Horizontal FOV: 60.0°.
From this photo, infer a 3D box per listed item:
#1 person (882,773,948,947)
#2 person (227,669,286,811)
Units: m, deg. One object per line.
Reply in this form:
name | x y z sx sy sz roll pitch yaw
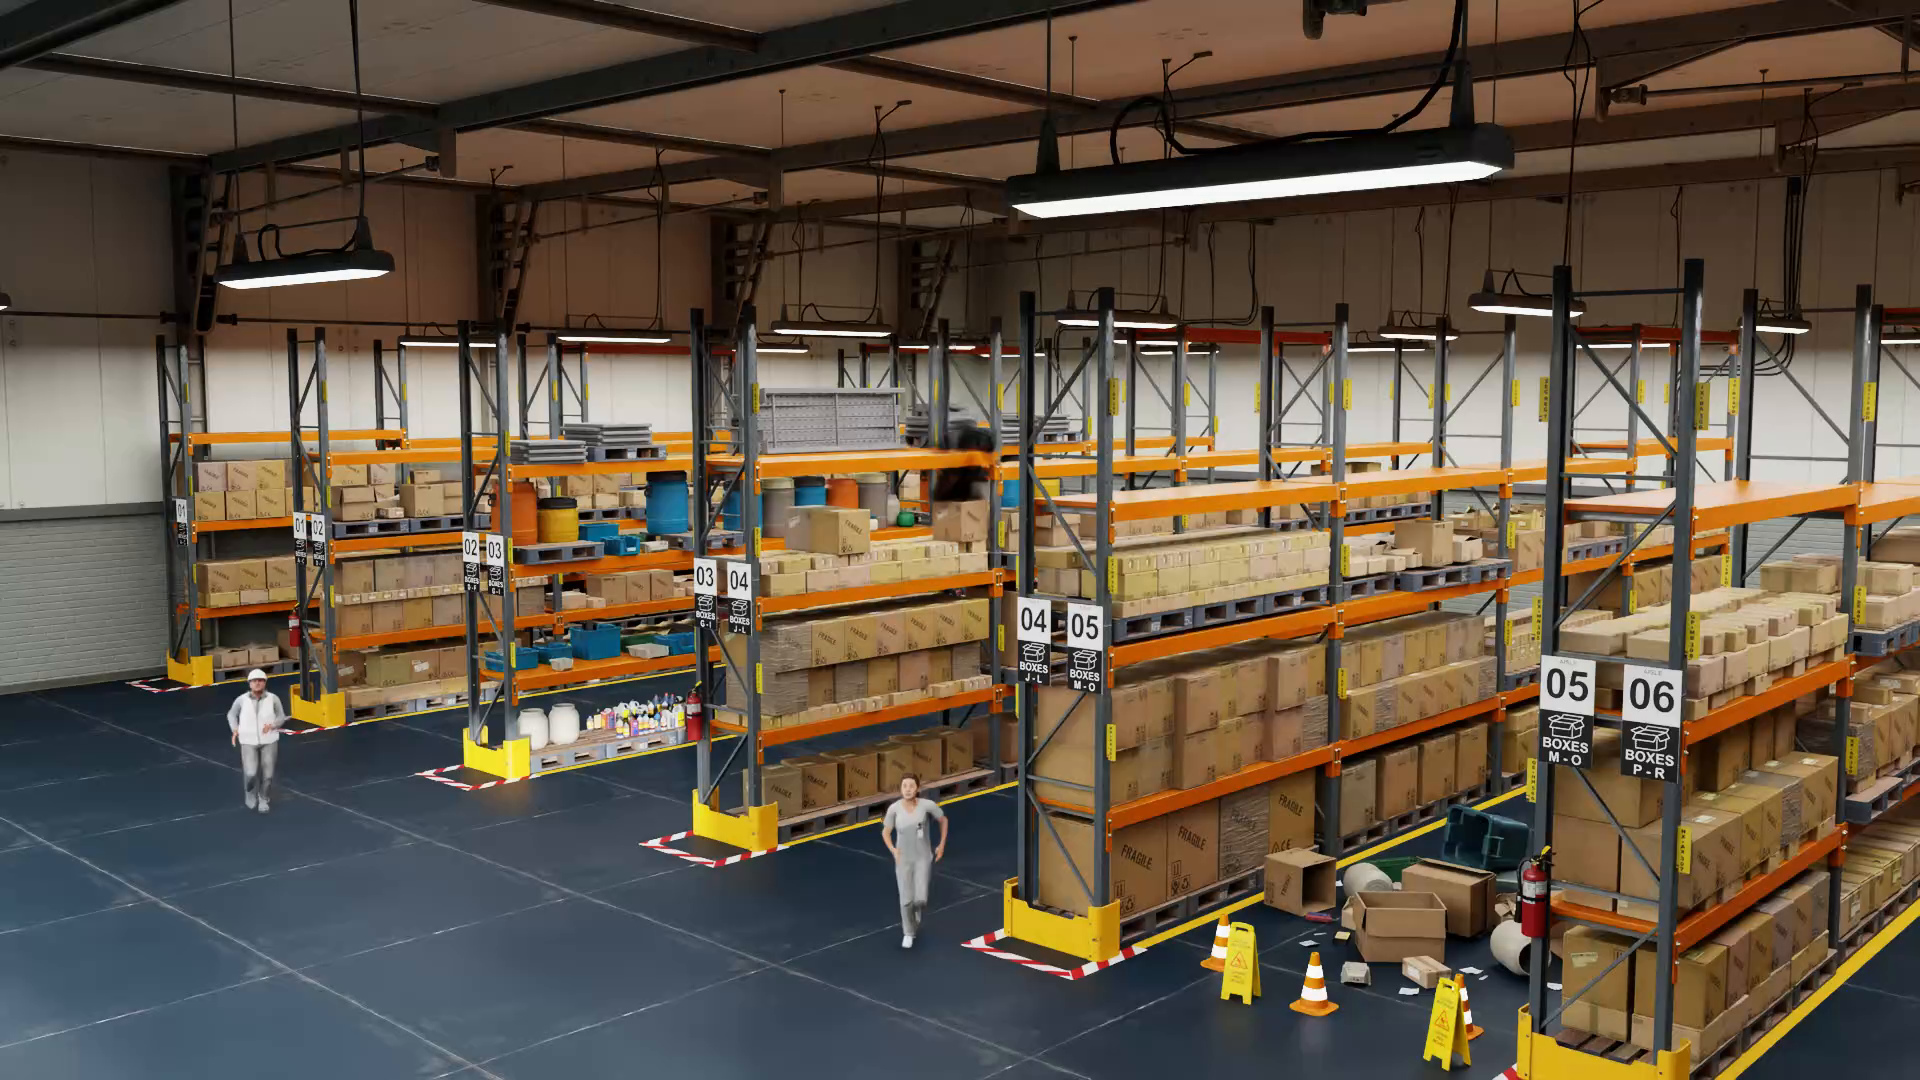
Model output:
person | -0.417 2.935 15.242 0.595 1.631 0.624 0 5 4
person | -8.421 2.421 19.948 0.642 1.734 0.610 -2 6 -25
